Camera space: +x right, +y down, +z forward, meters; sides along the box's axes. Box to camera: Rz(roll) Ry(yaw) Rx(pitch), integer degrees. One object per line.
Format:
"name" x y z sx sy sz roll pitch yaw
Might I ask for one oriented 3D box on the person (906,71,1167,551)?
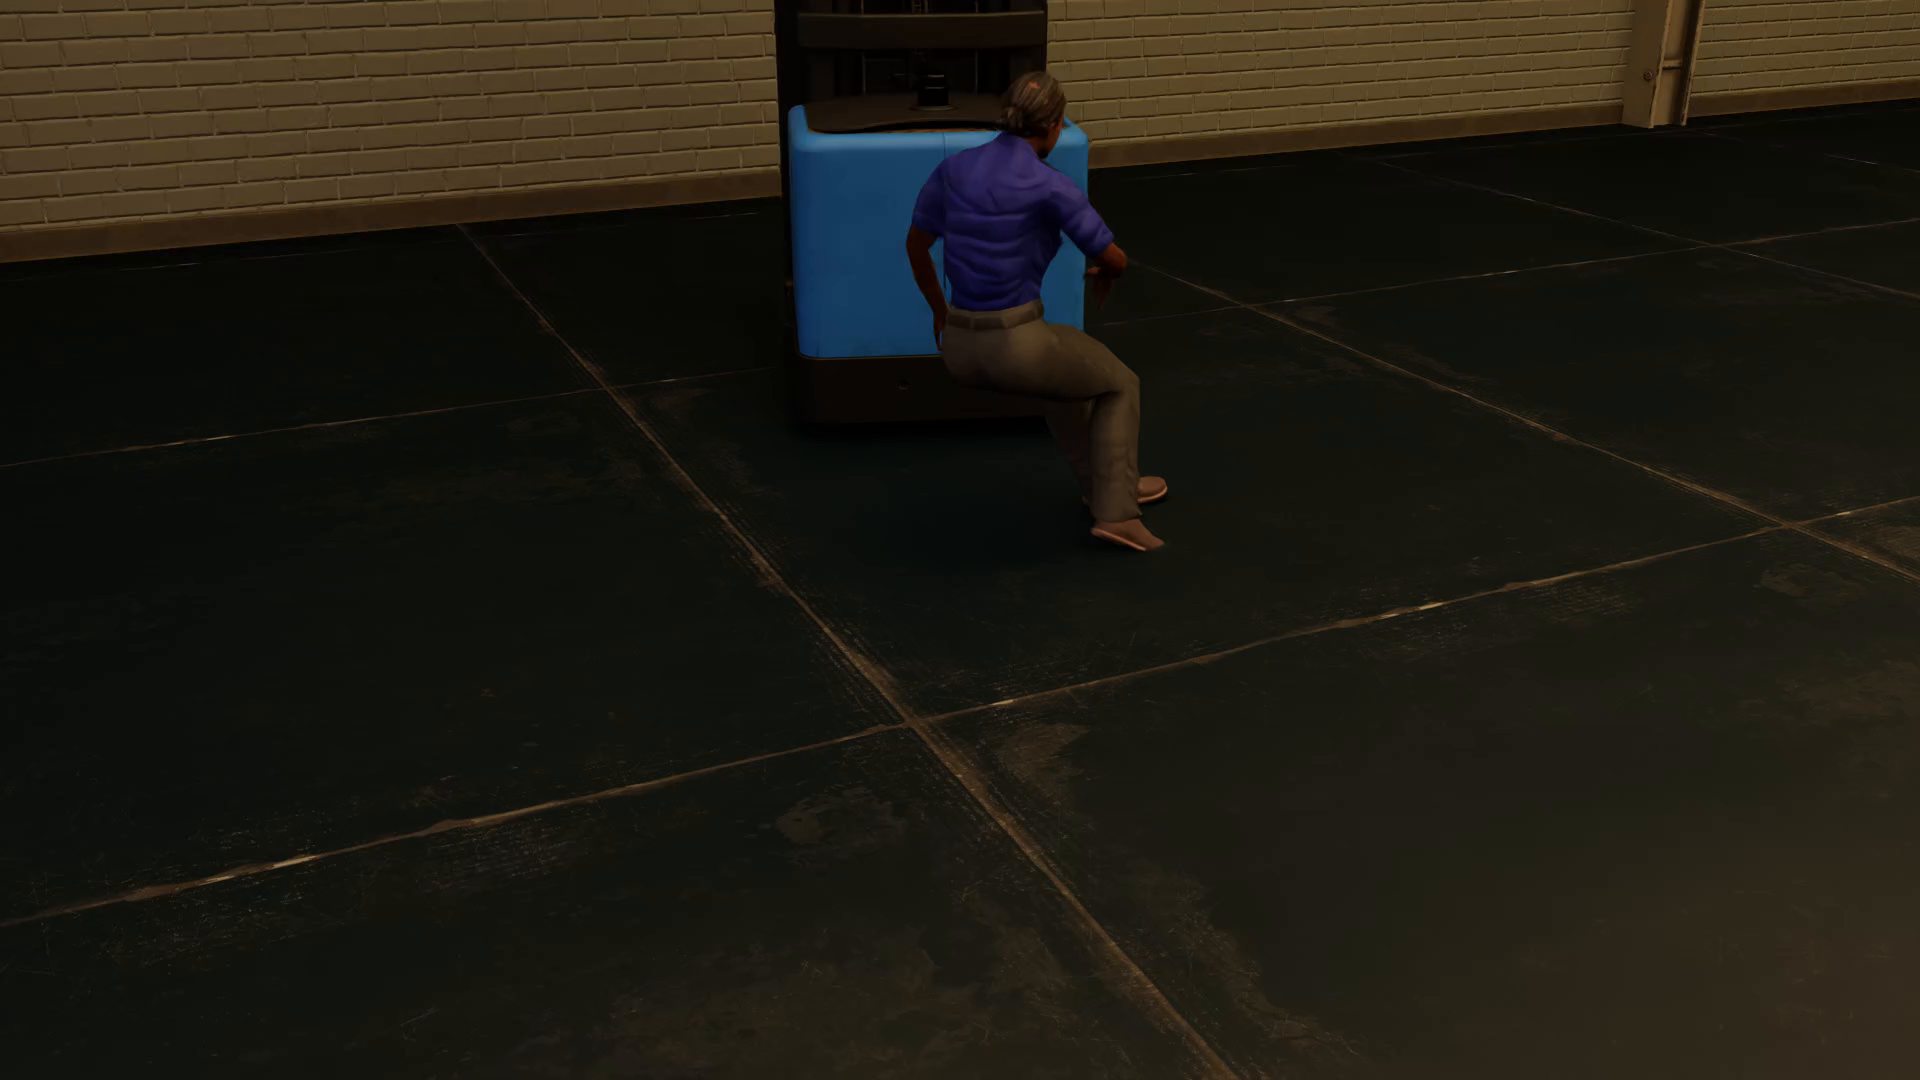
"person" 0.315 -0.666 4.988 0.727 1.457 0.826 18 28 36

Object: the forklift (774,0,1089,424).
"forklift" -0.223 -2.294 6.808 1.130 2.935 3.031 -3 23 -6
